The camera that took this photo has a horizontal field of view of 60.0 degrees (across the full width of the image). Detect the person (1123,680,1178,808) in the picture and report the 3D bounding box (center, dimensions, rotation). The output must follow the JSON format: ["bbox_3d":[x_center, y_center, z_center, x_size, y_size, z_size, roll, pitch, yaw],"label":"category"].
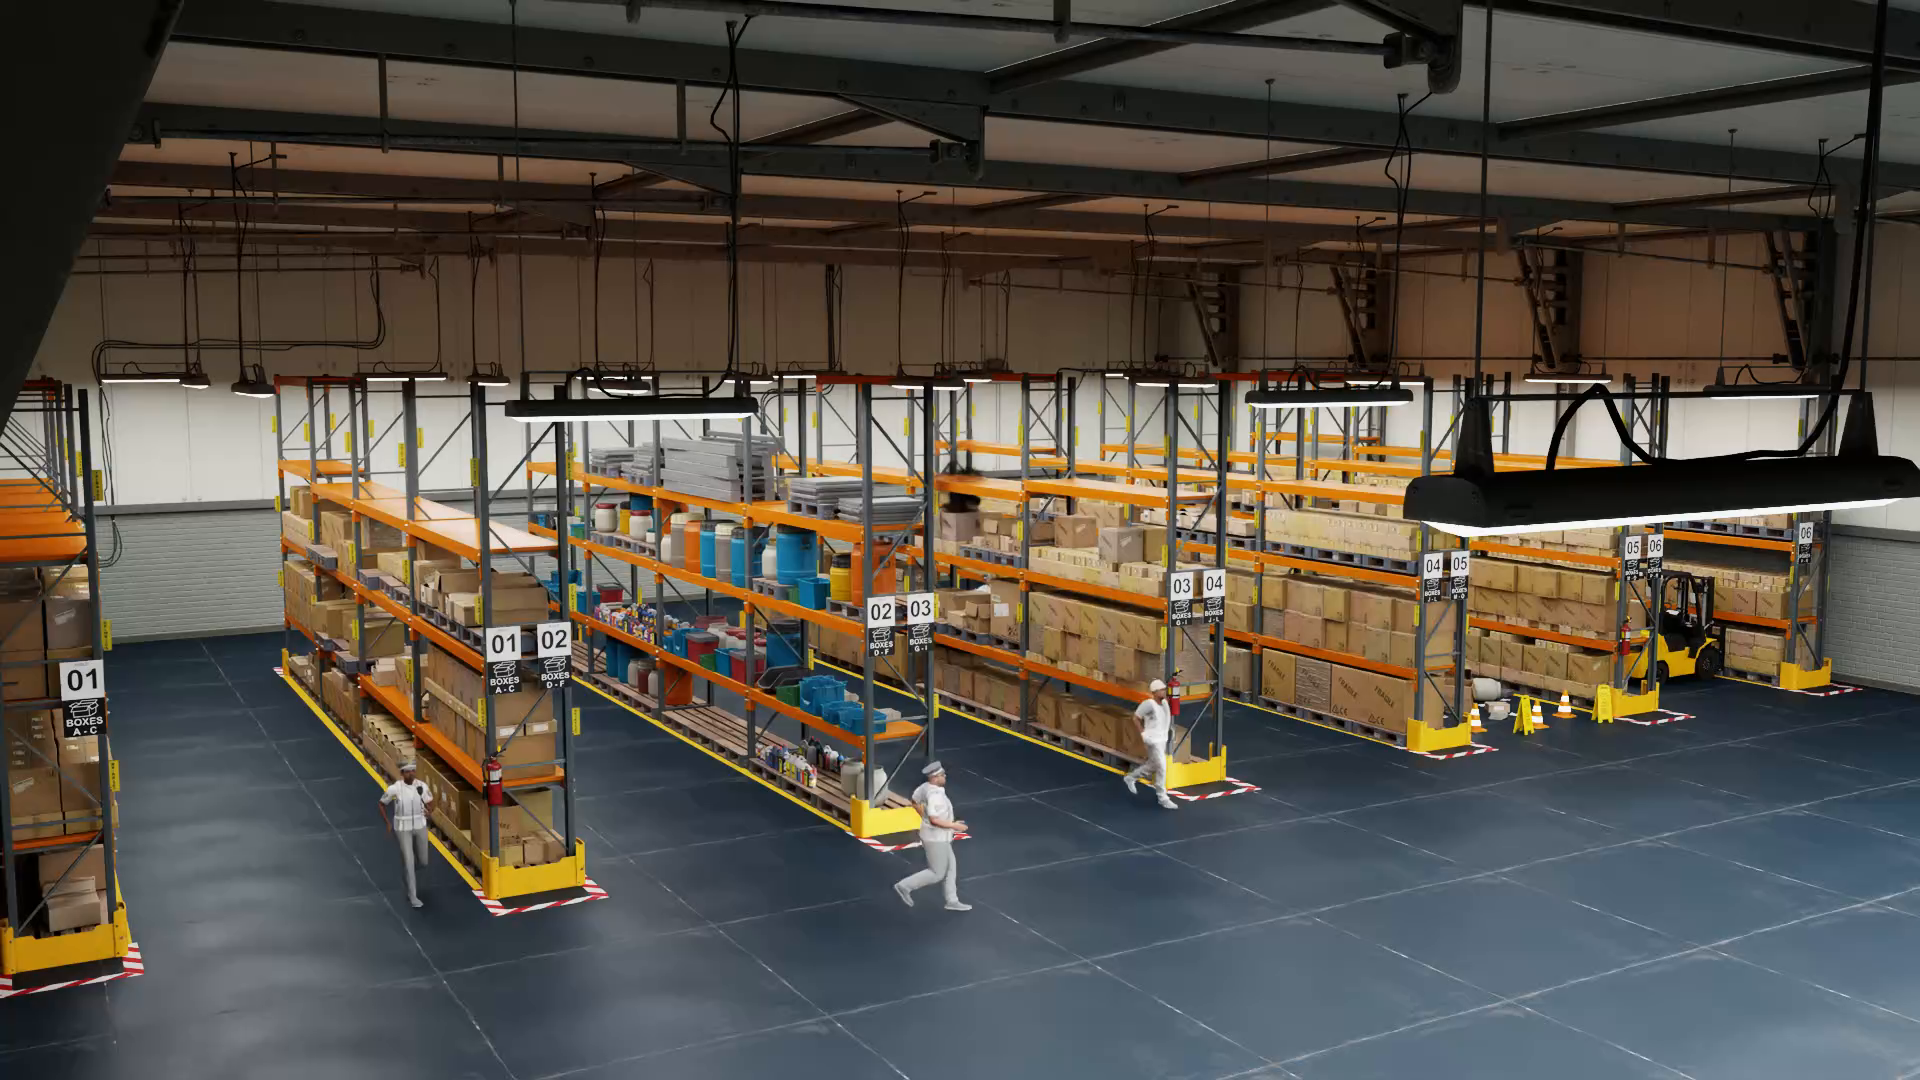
[{"bbox_3d":[2.734,2.870,23.699,0.910,1.794,0.693,4,8,34],"label":"person"}]

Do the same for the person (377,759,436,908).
[{"bbox_3d":[-6.429,3.381,19.425,0.619,1.670,0.834,-4,7,-33],"label":"person"}]

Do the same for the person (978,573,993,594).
[{"bbox_3d":[0.587,1.542,36.203,0.641,1.704,0.778,-4,7,-30],"label":"person"}]

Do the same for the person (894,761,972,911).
[{"bbox_3d":[-0.308,3.392,18.949,0.912,1.776,0.667,-1,6,-8],"label":"person"}]
